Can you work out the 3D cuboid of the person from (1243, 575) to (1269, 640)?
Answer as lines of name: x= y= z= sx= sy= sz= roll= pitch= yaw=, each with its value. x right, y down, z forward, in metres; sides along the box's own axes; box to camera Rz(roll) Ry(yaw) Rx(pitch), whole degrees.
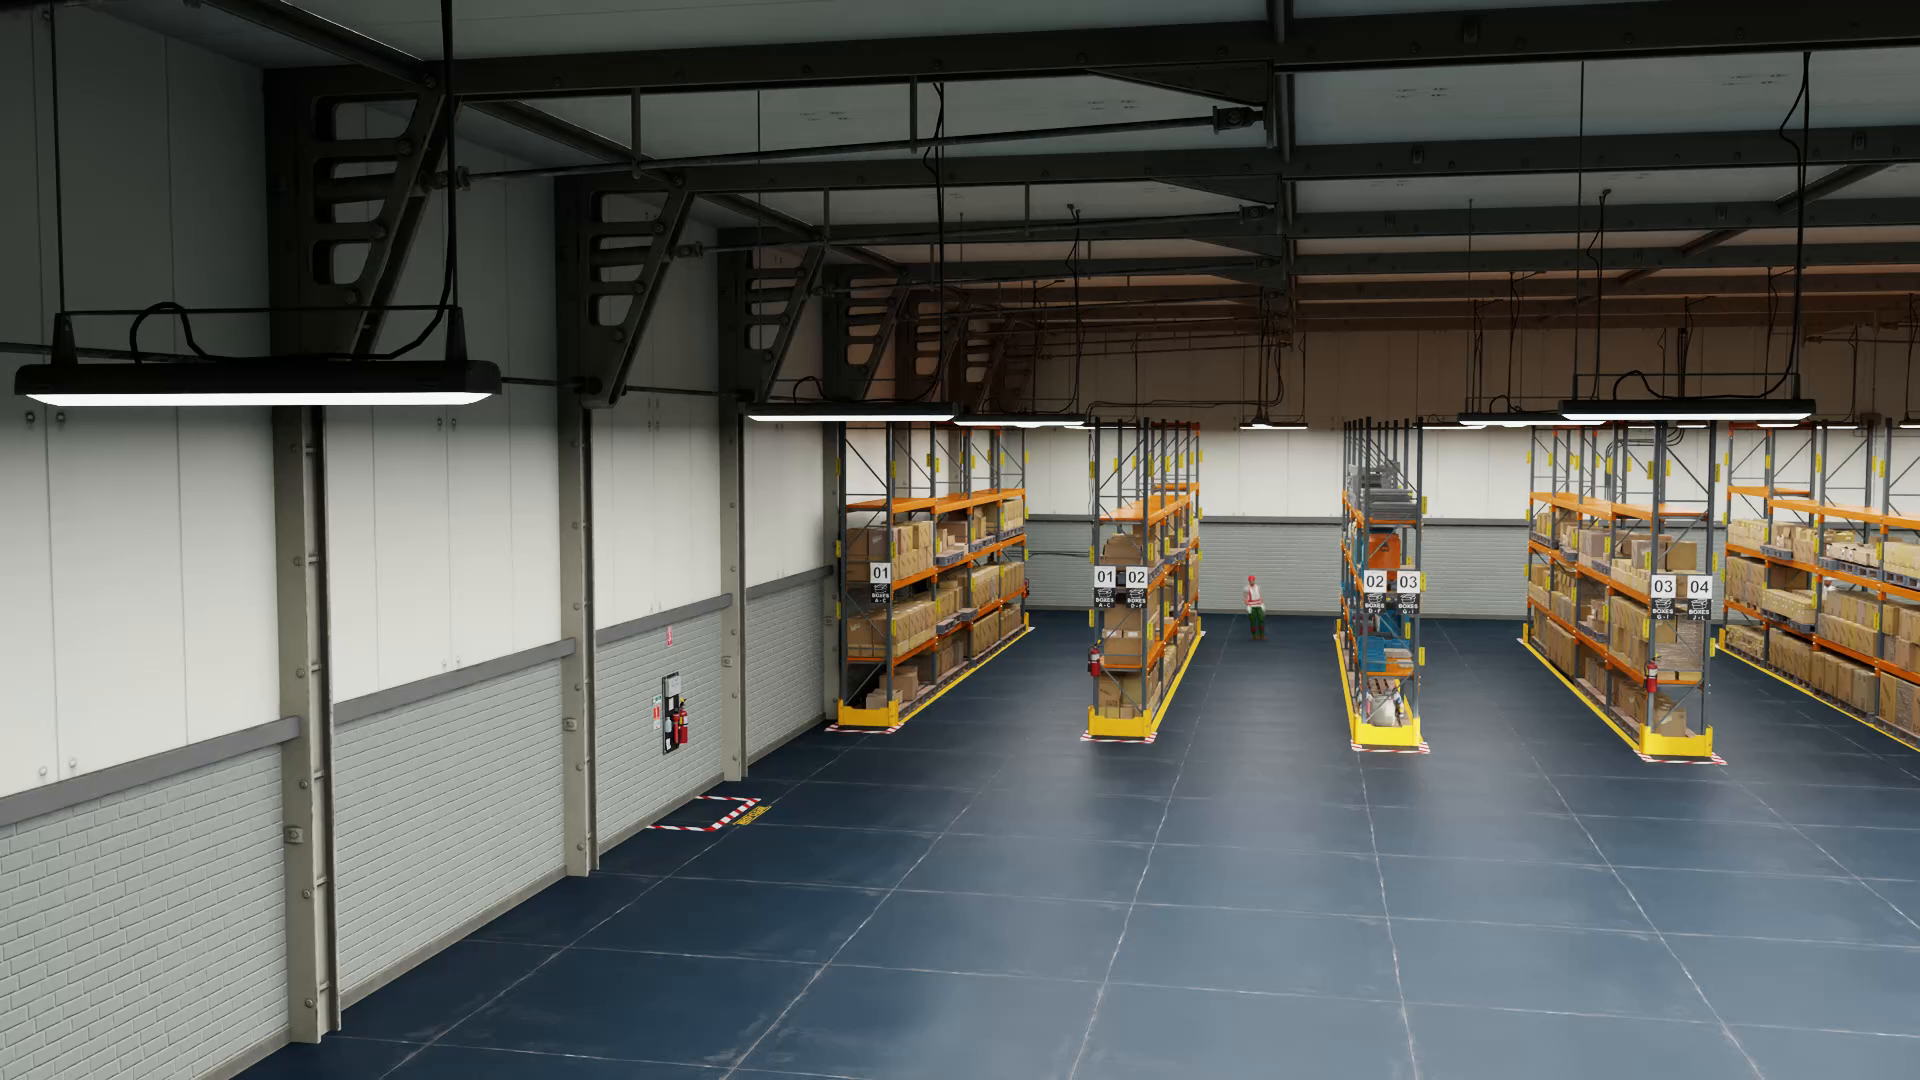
person: x=8.173 y=1.871 z=45.888 sx=0.704 sy=1.815 sz=0.374 roll=-1 pitch=4 yaw=-12

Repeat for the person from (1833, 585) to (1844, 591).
person: x=22.924 y=2.016 z=43.555 sx=0.624 sy=1.709 sz=1.046 roll=-3 pitch=5 yaw=-40

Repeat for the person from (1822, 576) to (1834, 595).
person: x=24.118 y=1.855 z=46.204 sx=0.983 sy=1.740 sz=0.616 roll=-1 pitch=4 yaw=-14
